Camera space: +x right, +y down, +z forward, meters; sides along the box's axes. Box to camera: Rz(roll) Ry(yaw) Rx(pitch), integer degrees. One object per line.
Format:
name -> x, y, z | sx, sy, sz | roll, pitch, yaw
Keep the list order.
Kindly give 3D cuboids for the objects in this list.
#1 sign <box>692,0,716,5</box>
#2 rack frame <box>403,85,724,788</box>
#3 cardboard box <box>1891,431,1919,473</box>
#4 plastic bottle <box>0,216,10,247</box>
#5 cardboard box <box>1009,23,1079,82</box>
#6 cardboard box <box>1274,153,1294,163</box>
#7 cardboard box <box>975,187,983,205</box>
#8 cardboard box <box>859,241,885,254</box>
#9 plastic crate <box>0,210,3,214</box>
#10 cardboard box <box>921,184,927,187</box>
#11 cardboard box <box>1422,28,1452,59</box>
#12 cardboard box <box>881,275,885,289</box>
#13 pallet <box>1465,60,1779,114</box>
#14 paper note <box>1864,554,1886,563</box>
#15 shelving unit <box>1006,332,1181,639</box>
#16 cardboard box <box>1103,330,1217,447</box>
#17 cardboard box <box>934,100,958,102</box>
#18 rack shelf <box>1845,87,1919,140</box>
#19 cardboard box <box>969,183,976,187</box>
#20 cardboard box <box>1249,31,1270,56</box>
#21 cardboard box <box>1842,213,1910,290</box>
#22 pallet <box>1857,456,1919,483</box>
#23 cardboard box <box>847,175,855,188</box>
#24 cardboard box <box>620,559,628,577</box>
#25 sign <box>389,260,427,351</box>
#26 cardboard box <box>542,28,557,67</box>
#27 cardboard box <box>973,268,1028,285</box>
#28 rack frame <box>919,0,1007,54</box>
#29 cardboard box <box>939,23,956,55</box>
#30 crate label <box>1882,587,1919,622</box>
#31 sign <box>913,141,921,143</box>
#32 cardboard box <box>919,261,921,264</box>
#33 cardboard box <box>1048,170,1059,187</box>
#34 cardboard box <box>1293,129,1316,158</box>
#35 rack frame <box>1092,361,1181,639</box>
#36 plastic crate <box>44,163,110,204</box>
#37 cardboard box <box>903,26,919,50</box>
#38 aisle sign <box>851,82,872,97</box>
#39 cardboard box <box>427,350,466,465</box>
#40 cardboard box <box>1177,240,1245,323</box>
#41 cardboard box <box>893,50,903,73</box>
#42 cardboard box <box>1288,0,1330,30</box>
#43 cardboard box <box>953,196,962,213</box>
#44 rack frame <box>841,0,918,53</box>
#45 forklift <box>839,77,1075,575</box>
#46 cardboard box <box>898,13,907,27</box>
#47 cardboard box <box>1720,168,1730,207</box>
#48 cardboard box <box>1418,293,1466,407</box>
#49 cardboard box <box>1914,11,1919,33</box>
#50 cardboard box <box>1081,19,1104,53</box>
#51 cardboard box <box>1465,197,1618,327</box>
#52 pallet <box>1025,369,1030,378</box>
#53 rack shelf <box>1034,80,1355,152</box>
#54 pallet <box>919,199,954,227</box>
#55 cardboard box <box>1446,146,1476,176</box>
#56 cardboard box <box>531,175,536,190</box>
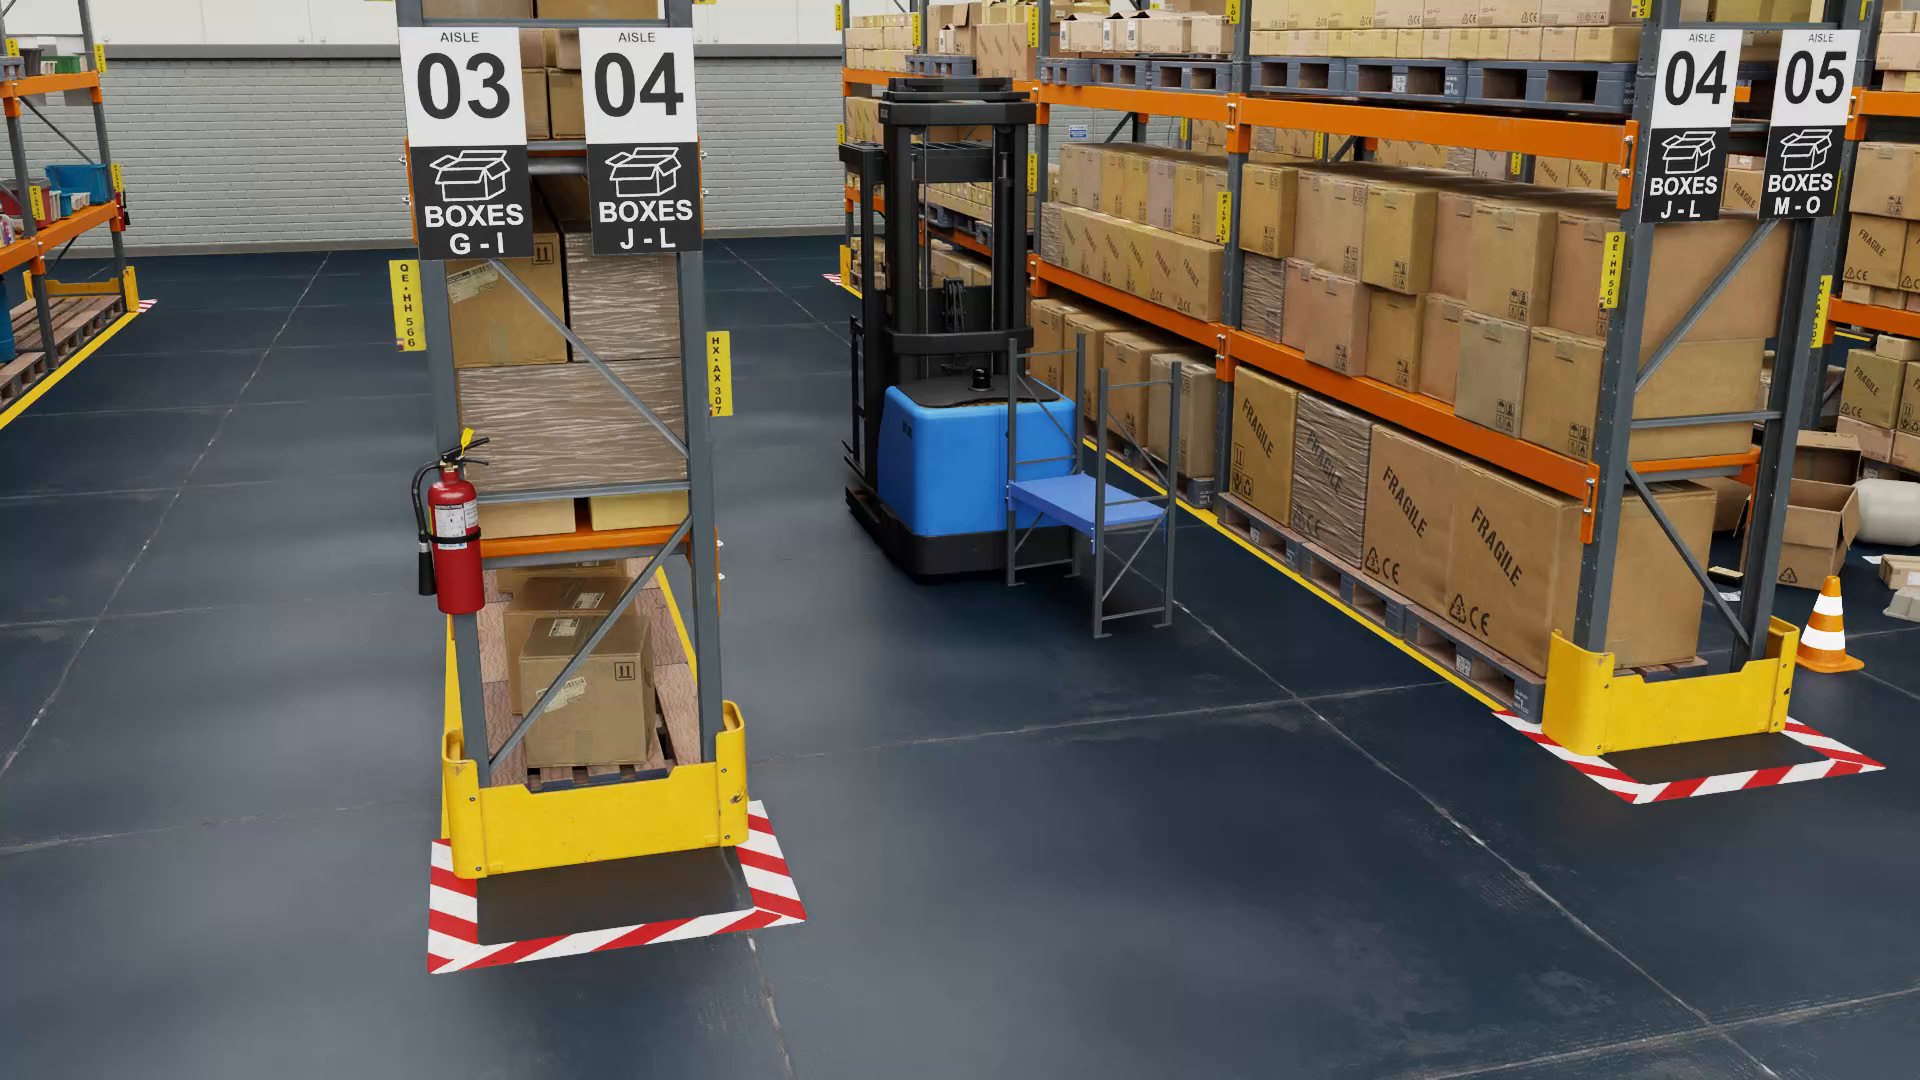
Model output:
sign -> -0.924, -2.073, 5.905 | 0.100, 0.325, 0.005 | -5, 17, -15
rack frame -> -1.446, -0.175, 6.319 | 1.000, 3.000, 0.127 | -5, 17, -15
cardboard box -> 7.044, -0.618, 11.843 | 0.500, 0.250, 0.500 | -4, 17, -12
plastic bottle -> -8.979, -2.903, 15.604 | 0.061, 0.283, 0.133 | -5, 17, -15
cardboard box -> 0.751, -4.374, 14.912 | 0.500, 0.500, 0.500 | -5, 17, -15
cardboard box -> 4.265, -4.575, 20.796 | 0.500, 0.500, 0.500 | -5, 17, -17
cardboard box -> 0.361, -3.291, 15.884 | 0.380, 0.149, 0.250 | -5, 17, -15
cardboard box -> -1.091, -3.767, 21.470 | 0.380, 0.149, 0.250 | -5, 17, -15
plastic crate -> -10.072, -3.288, 17.057 | 0.437, 0.125, 0.590 | -5, 17, -15
cardboard box -> -0.208, -3.865, 17.793 | 0.380, 0.149, 0.250 | -5, 17, -16
cardboard box -> 2.585, -2.521, 8.449 | 0.380, 0.149, 0.250 | -5, 17, -15
cardboard box -> -0.772, -3.203, 20.628 | 0.380, 0.149, 0.250 | -5, 17, -15
pallet -> 3.137, -2.137, 7.793 | 1.003, 0.211, 1.213 | -5, 17, -15
paper note -> 5.820, 0.118, 10.525 | 0.148, 0.019, 0.142 | 1, 17, 4
shelving unit -> 0.734, -0.342, 9.483 | 0.538, 1.500, 1.048 | -8, 19, -25
cardboard box -> 1.733, -1.201, 12.916 | 1.050, 0.750, 0.750 | -5, 17, -15
cardboard box -> -0.242, -5.098, 20.279 | 0.500, 0.500, 0.500 | -5, 18, -17
rack shelf -> 7.533, -2.603, 10.441 | 1.077, 0.370, 4.000 | -5, 17, -15
cardboard box -> 0.301, -3.500, 16.061 | 0.380, 0.149, 0.250 | -5, 17, -15
cardboard box -> 2.025, -3.083, 10.320 | 0.380, 0.149, 0.250 | -5, 17, -16
cardboard box -> 6.836, -2.111, 12.075 | 0.500, 0.500, 0.500 | -5, 17, -15
pallet -> 7.202, -0.546, 12.403 | 1.003, 0.211, 1.213 | -5, 17, -15
cardboard box -> -1.272, -4.729, 21.917 | 0.380, 0.149, 0.250 | -5, 17, -16
cardboard box -> -2.063, 0.152, 8.847 | 0.500, 0.500, 0.500 | -6, 18, -20
sign -> -1.985, -0.842, 5.980 | 0.100, 0.325, 0.005 | -5, 17, -15
cardboard box -> -1.465, -1.964, 6.631 | 0.380, 0.149, 0.250 | -5, 17, -16
cardboard box -> 0.439, -2.564, 16.585 | 0.500, 0.250, 0.500 | -4, 17, -14
rack frame -> 0.053, -6.731, 17.719 | 1.000, 3.000, 0.127 | -5, 17, -15
cardboard box -> 0.093, -5.193, 17.237 | 0.500, 0.311, 0.500 | -5, 17, -16
crate label -> 5.475, 0.365, 9.498 | 0.298, 0.136, 0.250 | 16, 23, 42
sign -> -0.466, -4.228, 18.308 | 0.100, 0.325, 0.005 | -5, 17, -15
cardboard box -> -0.478, -3.192, 19.557 | 0.380, 0.149, 0.250 | -5, 17, -16
cardboard box -> 1.000, -3.476, 15.983 | 0.380, 0.149, 0.250 | -5, 18, -18
cardboard box -> 4.390, -4.913, 20.182 | 0.500, 0.500, 0.500 | -5, 17, -16
rack frame -> 0.958, -0.210, 9.046 | 0.500, 1.500, 0.032 | -8, 19, -25
plastic crate -> -10.333, -4.177, 19.477 | 0.616, 0.435, 0.499 | -5, 17, -15
cardboard box -> -0.318, -5.570, 18.458 | 0.500, 0.250, 0.500 | -6, 18, -18
aisle sign -> -1.354, -6.206, 21.880 | 0.394, 0.787, 0.004 | -5, 17, -15
cardboard box -> -1.823, -0.648, 7.205 | 0.875, 0.500, 0.500 | -5, 17, -15
cardboard box -> 1.851, -1.816, 11.611 | 0.500, 0.500, 0.500 | -5, 17, -16
cardboard box -> -0.467, -5.476, 19.016 | 0.500, 0.250, 0.500 | -5, 17, -15
cardboard box -> 2.257, -3.105, 9.700 | 0.500, 0.250, 0.500 | -5, 17, -16
cardboard box -> 0.150, -3.363, 16.640 | 0.380, 0.149, 0.250 | -6, 18, -18
rack frame -> -1.046, -7.838, 21.402 | 1.000, 3.000, 0.127 | -5, 17, -15
forklift -> -0.170, -1.578, 11.111 | 1.130, 2.935, 3.031 | -5, 17, -15
cardboard box -> -0.486, -5.855, 18.714 | 0.380, 0.149, 0.250 | -5, 17, -15
cardboard box -> 6.362, -2.846, 13.792 | 0.500, 0.500, 0.500 | -4, 17, -13
cardboard box -> 3.000, -1.025, 8.889 | 0.875, 0.550, 0.550 | -5, 17, -15
cardboard box -> 6.856, -3.580, 11.493 | 0.380, 0.149, 0.250 | -4, 17, -14
cardboard box -> 1.278, -4.009, 13.228 | 0.500, 0.250, 0.500 | -4, 17, -14
cardboard box -> 3.047, -1.378, 8.189 | 0.875, 0.550, 0.550 | -5, 17, -15
pallet -> 0.939, -1.632, 16.020 | 1.003, 0.211, 1.213 | -5, 17, -15
rack shelf -> 1.702, -3.291, 12.729 | 1.077, 0.370, 4.000 | -5, 17, -15
pallet -> 0.123, -3.543, 17.868 | 1.003, 0.211, 1.213 | -5, 17, -15
cardboard box -> 5.342, -3.961, 17.014 | 0.500, 0.500, 0.500 | -4, 17, -14
cardboard box -> -2.157, -1.848, 9.460 | 0.500, 0.500, 0.500 | -5, 17, -15
